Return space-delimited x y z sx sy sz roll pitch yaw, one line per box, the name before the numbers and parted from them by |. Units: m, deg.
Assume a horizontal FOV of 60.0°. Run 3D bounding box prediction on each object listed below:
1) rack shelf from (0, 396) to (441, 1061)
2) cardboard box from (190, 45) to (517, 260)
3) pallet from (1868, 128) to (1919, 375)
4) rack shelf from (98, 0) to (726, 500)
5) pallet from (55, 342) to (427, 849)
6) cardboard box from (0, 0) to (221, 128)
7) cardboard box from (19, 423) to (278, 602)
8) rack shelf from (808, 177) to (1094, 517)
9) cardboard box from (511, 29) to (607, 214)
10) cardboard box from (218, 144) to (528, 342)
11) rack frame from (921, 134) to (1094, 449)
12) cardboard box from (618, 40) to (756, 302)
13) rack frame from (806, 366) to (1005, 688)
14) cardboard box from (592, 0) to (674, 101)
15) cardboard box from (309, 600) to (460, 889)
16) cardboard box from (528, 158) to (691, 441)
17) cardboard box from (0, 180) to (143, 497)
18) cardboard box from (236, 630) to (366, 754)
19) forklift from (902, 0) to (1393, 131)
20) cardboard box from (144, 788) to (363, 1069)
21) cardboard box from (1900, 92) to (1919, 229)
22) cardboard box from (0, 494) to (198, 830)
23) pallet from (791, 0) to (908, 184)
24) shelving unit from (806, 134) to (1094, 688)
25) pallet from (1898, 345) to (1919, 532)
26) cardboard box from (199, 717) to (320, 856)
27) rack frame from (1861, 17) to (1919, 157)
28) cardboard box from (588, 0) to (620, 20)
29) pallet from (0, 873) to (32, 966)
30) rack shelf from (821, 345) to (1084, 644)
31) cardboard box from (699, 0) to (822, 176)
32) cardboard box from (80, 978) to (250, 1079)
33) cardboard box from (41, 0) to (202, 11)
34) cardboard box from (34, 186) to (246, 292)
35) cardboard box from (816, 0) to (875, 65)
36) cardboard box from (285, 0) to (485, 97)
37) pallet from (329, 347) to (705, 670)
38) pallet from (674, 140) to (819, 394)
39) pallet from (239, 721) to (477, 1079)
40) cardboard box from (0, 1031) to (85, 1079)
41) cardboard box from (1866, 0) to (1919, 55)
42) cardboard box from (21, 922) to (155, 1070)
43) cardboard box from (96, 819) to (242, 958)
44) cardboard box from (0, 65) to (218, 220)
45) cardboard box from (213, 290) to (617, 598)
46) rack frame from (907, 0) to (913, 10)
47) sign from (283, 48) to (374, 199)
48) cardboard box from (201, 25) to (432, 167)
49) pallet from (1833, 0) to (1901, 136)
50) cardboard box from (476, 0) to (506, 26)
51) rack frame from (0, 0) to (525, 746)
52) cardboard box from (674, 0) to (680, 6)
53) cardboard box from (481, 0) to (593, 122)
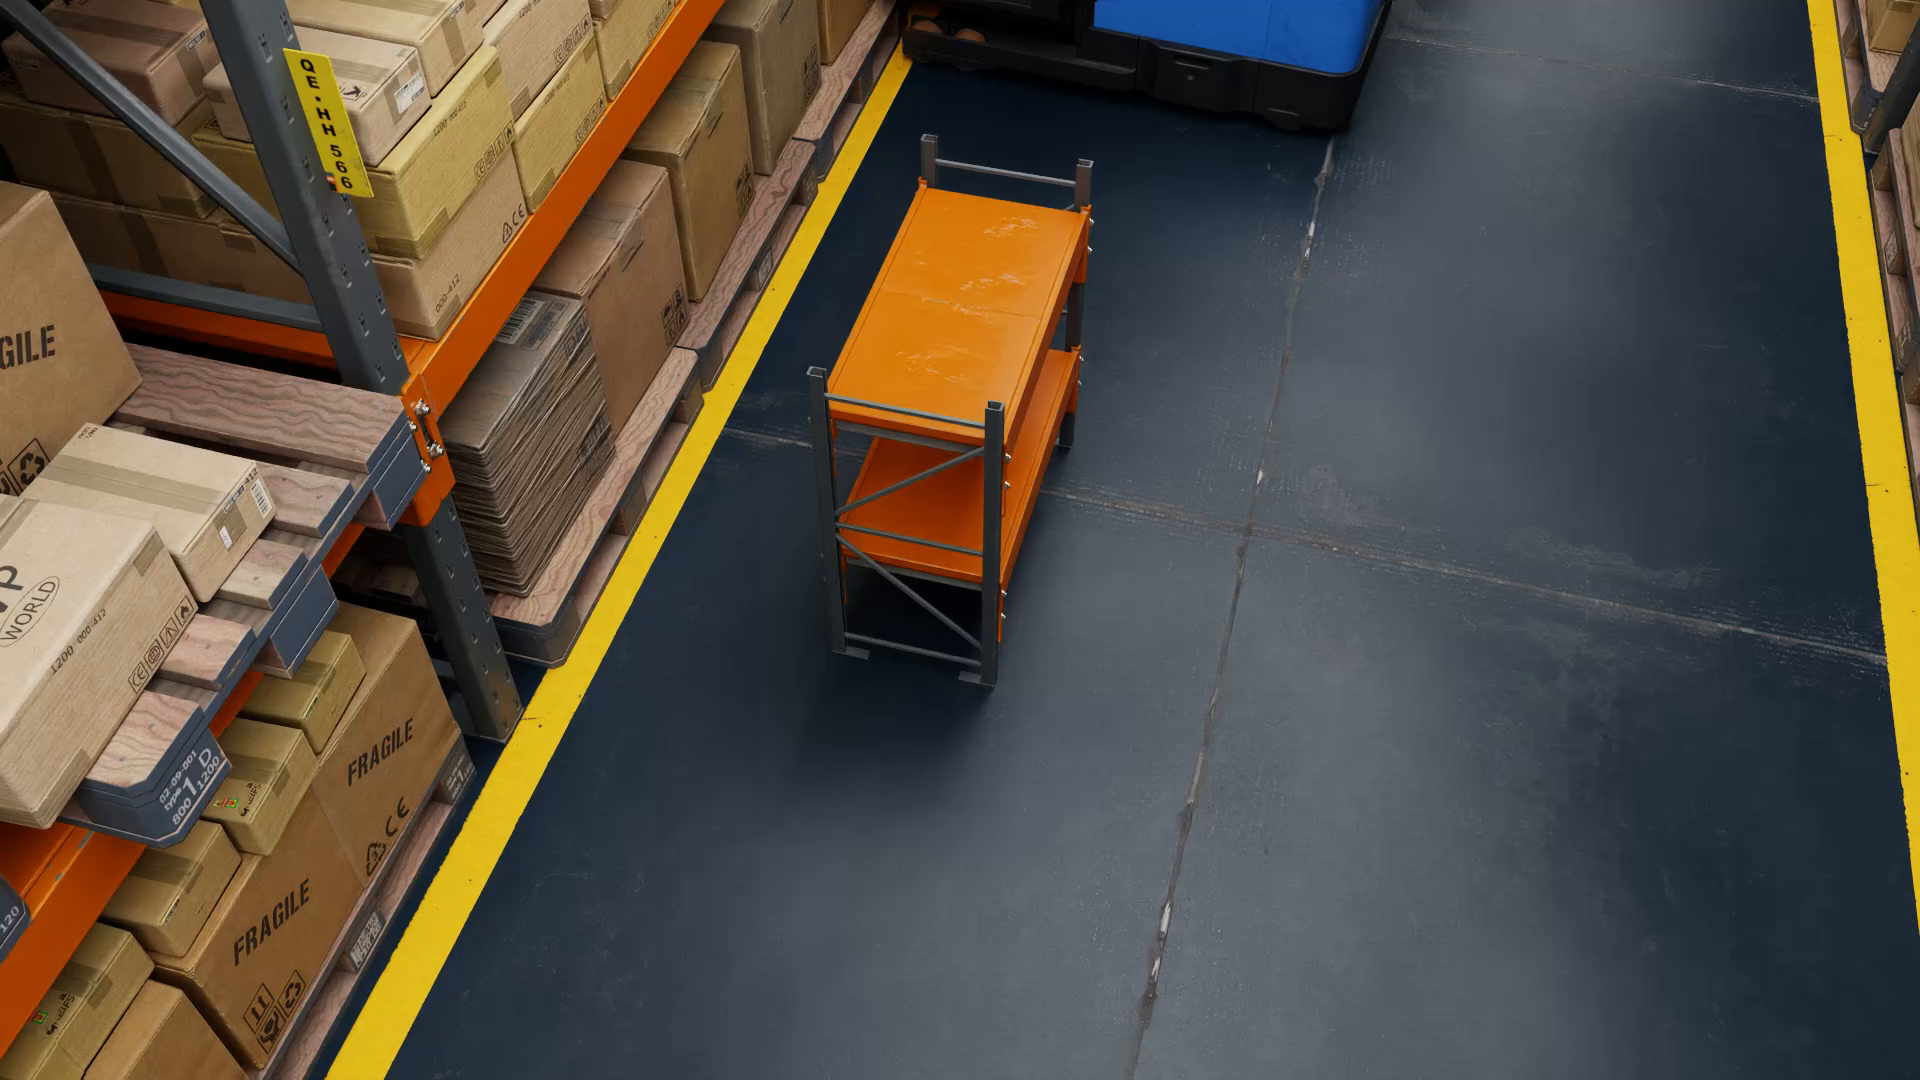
rack shelf | -2.284 1.134 2.728 1.077 0.370 4.000 12 50 10
cardboard box | -1.381 -0.934 3.841 0.500 0.250 0.500 12 50 10
pallet | 3.881 -0.981 5.975 1.003 0.211 1.213 12 50 10
rack shelf | -1.231 -1.759 5.282 1.077 0.370 4.000 12 50 10
pallet | -1.868 0.017 3.363 1.213 0.211 1.003 12 50 10
cardboard box | -1.867 -1.074 3.698 0.380 0.149 0.250 13 50 11
cardboard box | -1.560 -0.056 3.186 0.380 0.149 0.250 12 50 11
rack shelf | -0.002 -0.561 4.605 0.538 0.278 1.000 12 50 10
cardboard box | -1.268 -1.137 4.353 0.500 0.250 0.500 11 49 9
cardboard box | -1.405 -0.774 4.032 0.500 0.250 0.500 12 50 10
rack frame | 0.132 -0.735 5.148 0.500 1.125 0.032 12 50 10
cardboard box | -1.239 -1.314 5.713 0.875 0.625 0.625 10 49 8
rack frame | -0.136 0.000 4.499 0.500 1.125 0.032 12 50 10
cardboard box | -1.139 -1.511 4.683 0.500 0.250 0.500 10 49 9
cardboard box | -1.661 0.486 4.208 0.500 0.500 0.500 13 50 11
cardboard box | -1.416 -0.827 5.283 0.875 0.625 0.625 13 50 11
cardboard box | -2.044 -0.381 3.239 0.500 0.500 0.500 14 50 12
cardboard box | -1.643 0.330 3.913 0.380 0.149 0.250 9 49 8
forklift | 0.285 -3.294 6.202 3.031 2.935 1.130 15 50 13
cardboard box | -1.803 0.846 3.890 0.500 0.500 0.500 11 49 9
cardboard box | 3.949 -1.357 5.919 0.950 0.372 0.625 12 50 11
cardboard box | -1.723 0.187 2.904 0.500 0.250 0.500 9 49 8
pallet | -0.861 -1.981 6.857 1.003 0.211 1.213 12 50 10
shelving unit | -0.002 -0.367 4.824 0.538 1.125 1.048 12 50 10
pallet | 3.562 -0.096 5.194 1.003 0.211 1.213 12 50 10
cardboard box | -1.685 0.533 3.733 0.380 0.149 0.250 9 49 8
rack frame | 4.085 -2.467 5.427 1.000 3.000 0.127 12 50 10
cardboard box | -1.117 -1.676 4.495 0.500 0.250 0.500 10 49 9
pallet | -2.265 0.920 2.565 1.003 0.211 1.213 12 50 10
rack shelf | -0.002 -0.206 5.007 0.538 0.278 1.000 12 50 10
cardboard box | -1.043 -1.858 6.193 0.875 0.625 0.625 11 50 10
cardboard box | -1.938 1.225 3.556 0.500 0.500 0.500 14 50 12
cardboard box | -1.906 -1.285 3.884 0.380 0.149 0.250 13 50 11
cardboard box | -1.886 -0.877 4.123 0.500 0.250 0.500 11 49 9
cardboard box | -0.831 -2.418 6.687 0.875 0.625 0.625 14 50 12
cardboard box | -1.320 -1.164 3.778 0.380 0.149 0.250 13 50 11
pallet | -1.503 -0.216 5.300 1.003 0.211 1.213 12 50 10
pallet | -1.180 -1.096 6.076 1.003 0.211 1.213 12 50 10
pallet | -1.990 0.904 4.311 1.003 0.211 1.213 12 50 10
cardboard box | -1.975 1.078 3.253 0.380 0.149 0.250 11 49 9
cardboard box | 3.981 -2.177 6.725 0.500 0.250 0.500 14 50 12
cardboard box | -1.910 0.897 3.412 0.380 0.149 0.250 13 50 11
cardboard box | -1.797 0.715 3.573 0.380 0.149 0.250 10 49 9
cardboard box | -1.907 -1.046 3.939 0.500 0.250 0.500 13 50 11
cardboard box | -1.580 -0.352 4.864 0.875 0.625 0.625 13 50 11
rack frame | -0.705 -3.444 6.289 1.000 3.000 0.127 12 50 10
sign | -1.231 -0.808 3.243 0.100 0.325 0.005 12 50 10
cardboard box | -1.389 -0.971 3.607 0.380 0.149 0.250 13 50 11
pallet | 4.228 -2.037 6.907 1.003 0.211 1.213 12 50 10
cardboard box | -1.278 -1.355 3.946 0.380 0.149 0.250 13 50 11
rack frame | -1.757 -0.551 3.736 1.000 3.000 0.127 12 50 10
cardboard box | -1.001 -1.886 5.014 0.500 0.250 0.500 13 50 11
cardboard box | -1.272 -1.301 4.164 0.500 0.250 0.500 13 50 11
